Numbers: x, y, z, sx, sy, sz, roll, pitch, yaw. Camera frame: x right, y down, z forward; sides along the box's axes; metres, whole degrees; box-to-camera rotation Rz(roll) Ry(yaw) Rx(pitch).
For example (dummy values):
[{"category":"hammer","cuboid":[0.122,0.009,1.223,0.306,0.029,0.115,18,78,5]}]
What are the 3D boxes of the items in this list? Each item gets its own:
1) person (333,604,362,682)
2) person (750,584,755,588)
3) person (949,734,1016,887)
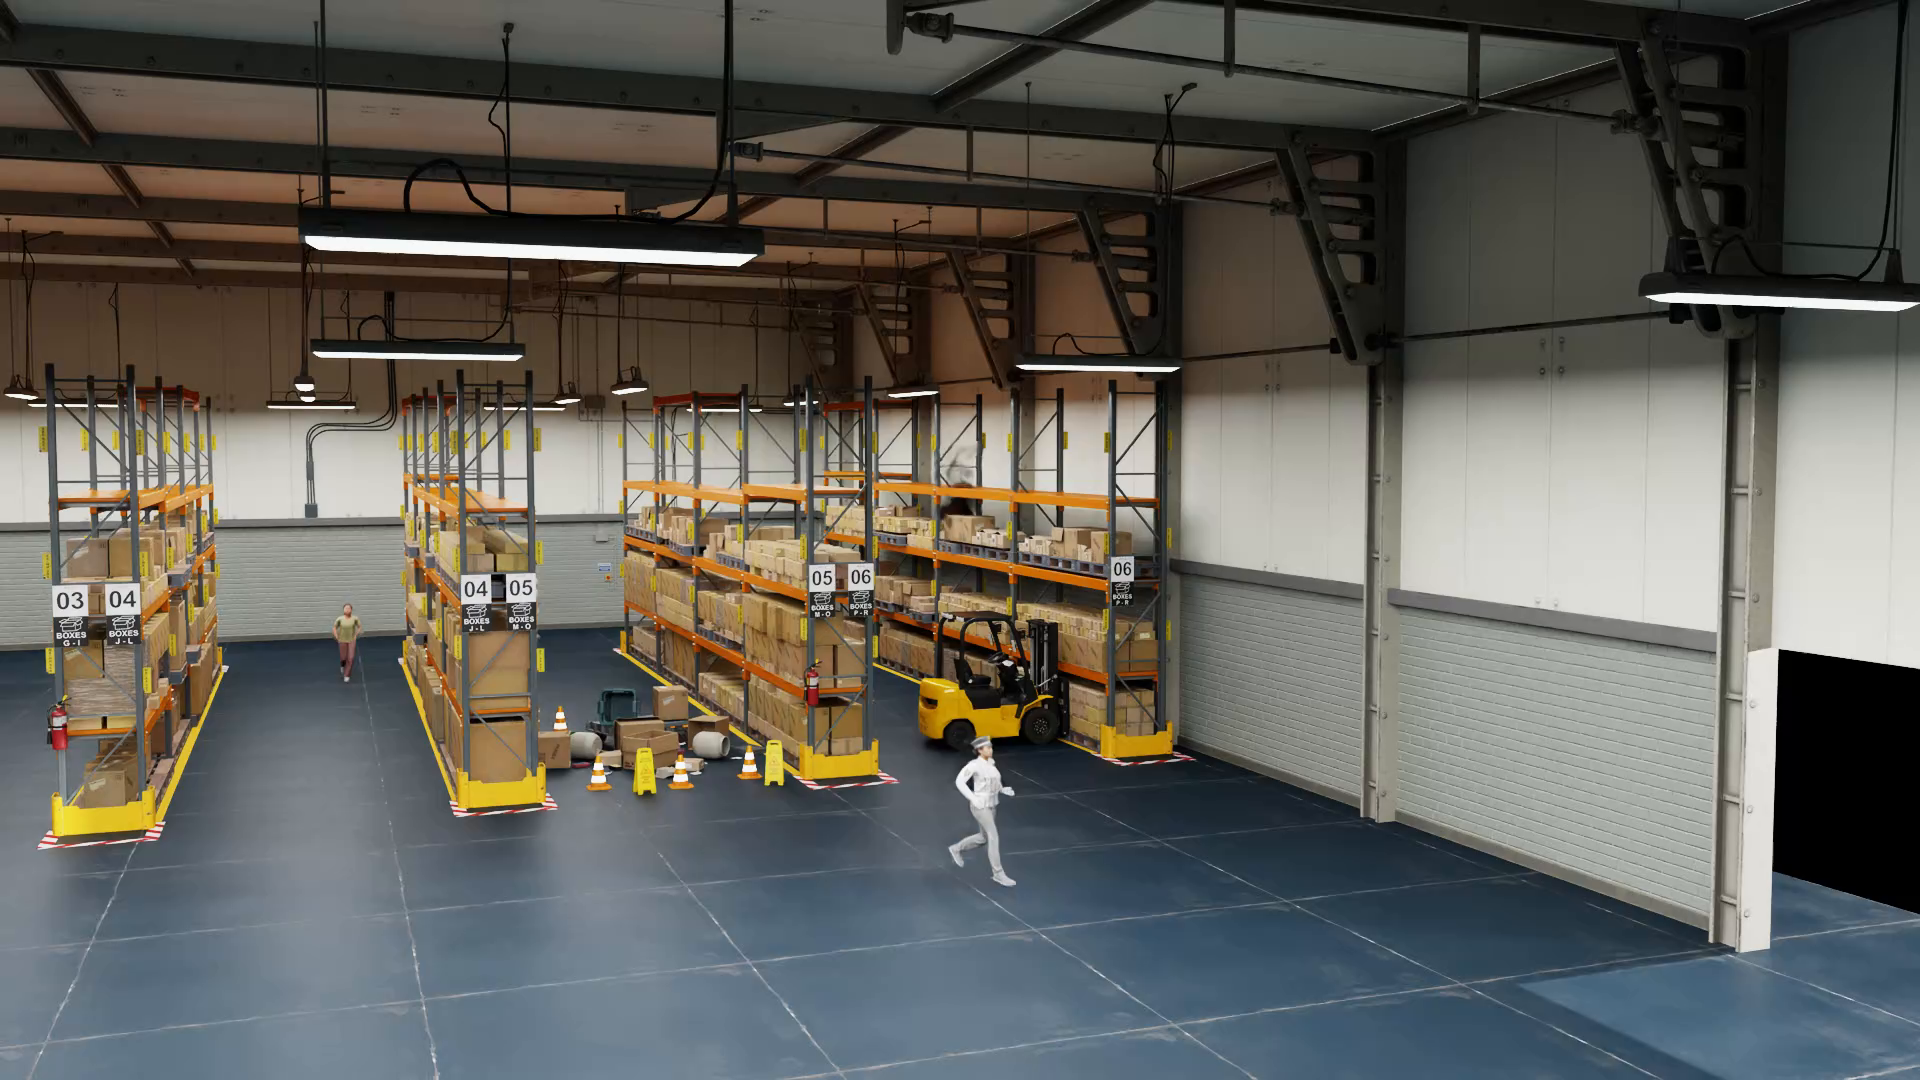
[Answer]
[{"category":"person","cuboid":[-12.913,2.150,35.079,0.583,1.631,0.572,-1,4,-23]},{"category":"person","cuboid":[-4.814,1.884,38.173,0.656,1.824,0.744,-3,4,-37]},{"category":"person","cuboid":[0.242,3.056,18.966,0.893,1.701,0.618,2,4,28]}]
